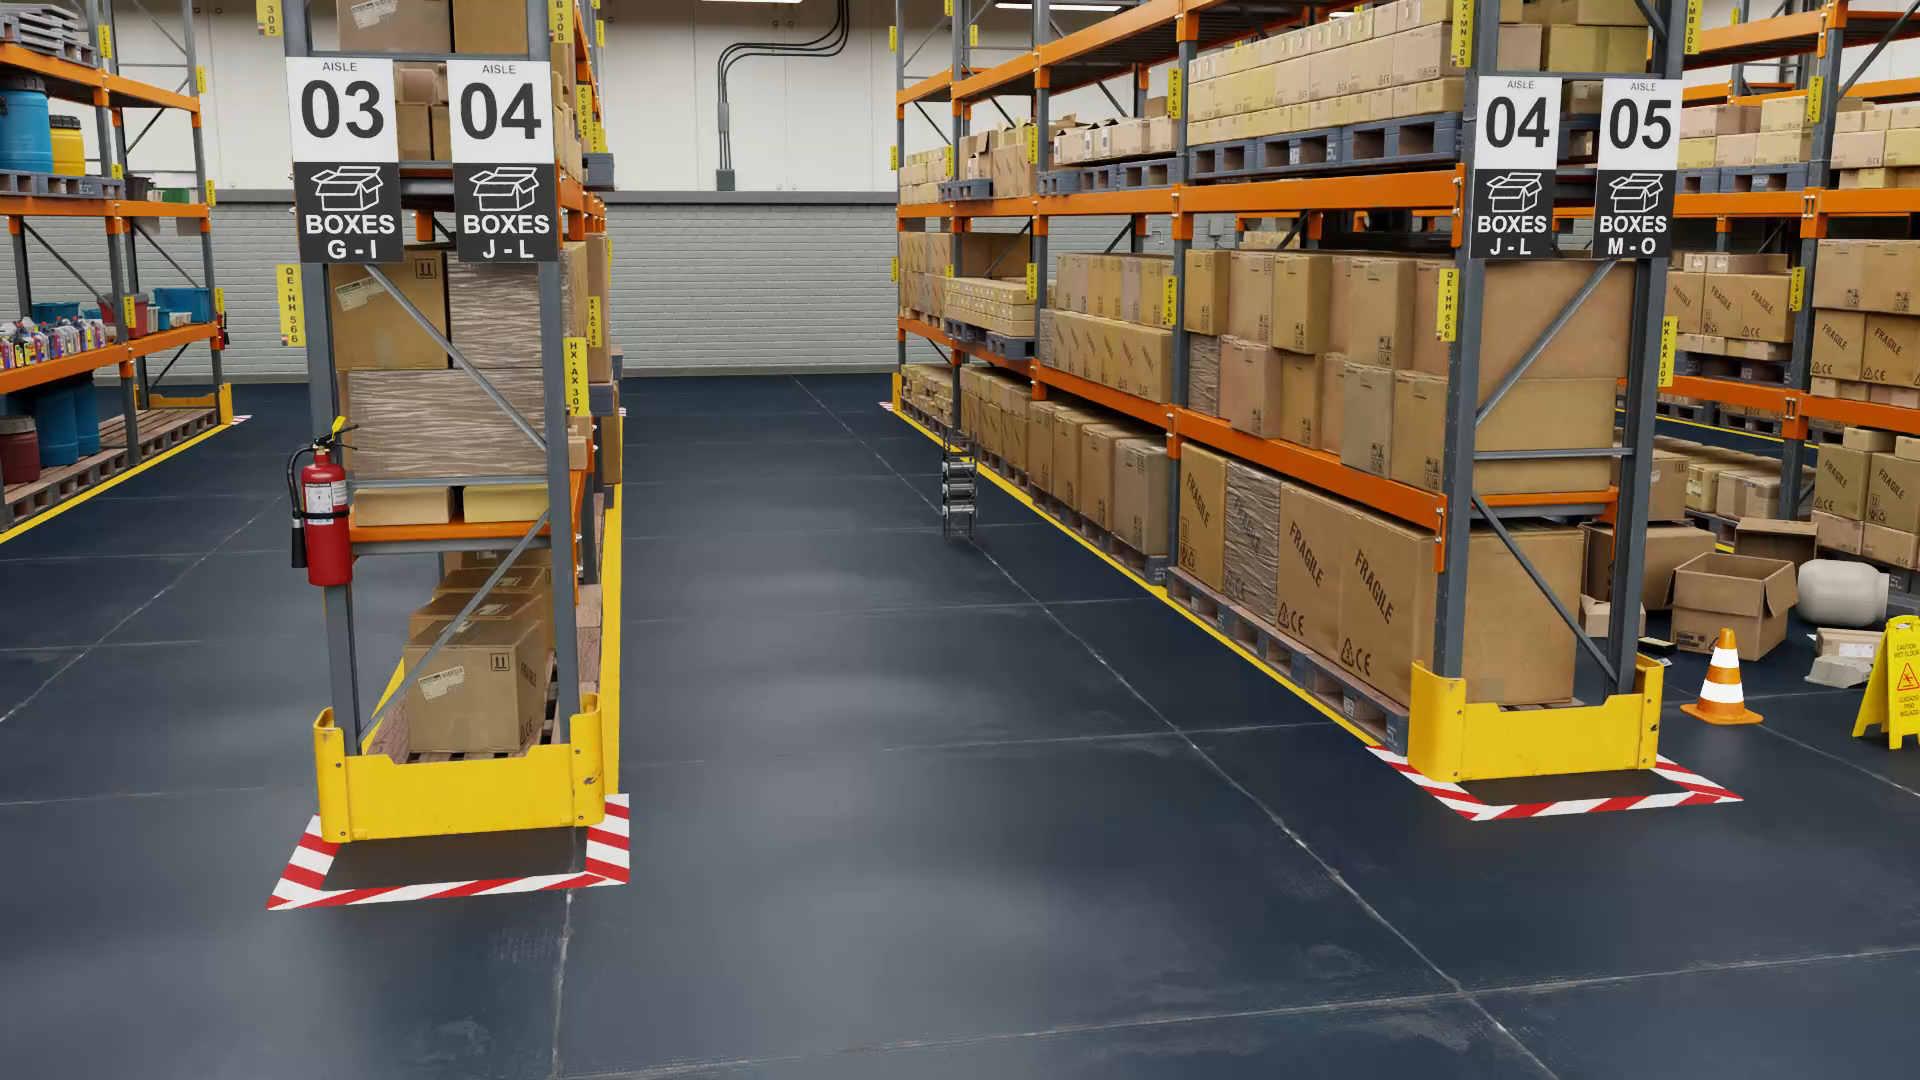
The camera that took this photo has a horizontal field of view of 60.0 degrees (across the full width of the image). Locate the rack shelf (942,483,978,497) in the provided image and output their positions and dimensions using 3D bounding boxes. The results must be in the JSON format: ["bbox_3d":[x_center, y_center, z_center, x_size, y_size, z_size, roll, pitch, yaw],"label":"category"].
[{"bbox_3d":[-0.002,-0.411,13.626,0.258,0.077,0.200,-2,11,-11],"label":"rack shelf"}]

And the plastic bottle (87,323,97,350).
[{"bbox_3d":[-8.863,-2.068,16.869,0.152,0.276,0.135,-2,11,-11],"label":"plastic bottle"}]

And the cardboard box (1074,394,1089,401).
[{"bbox_3d":[1.296,-1.346,16.304,0.500,0.250,0.500,-3,11,-14],"label":"cardboard box"}]

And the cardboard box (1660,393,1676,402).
[{"bbox_3d":[9.653,-1.998,22.360,0.396,0.266,0.258,-2,11,-9],"label":"cardboard box"}]

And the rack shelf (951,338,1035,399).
[{"bbox_3d":[0.804,-1.878,17.464,1.077,0.370,4.000,-2,11,-11],"label":"rack shelf"}]

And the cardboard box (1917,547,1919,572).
[{"bbox_3d":[6.877,0.128,11.233,0.500,0.250,0.500,-2,11,-12],"label":"cardboard box"}]

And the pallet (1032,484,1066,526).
[{"bbox_3d":[1.272,-0.347,14.956,1.003,0.211,1.213,-2,11,-11],"label":"pallet"}]

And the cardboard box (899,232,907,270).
[{"bbox_3d":[-0.536,-3.926,22.564,0.500,0.500,0.500,-2,11,-11],"label":"cardboard box"}]

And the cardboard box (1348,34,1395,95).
[{"bbox_3d":[2.283,-2.370,8.318,0.500,0.250,0.500,-2,11,-11],"label":"cardboard box"}]

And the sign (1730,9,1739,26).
[{"bbox_3d":[9.583,-6.406,20.577,0.100,0.325,0.005,-2,11,-11],"label":"sign"}]

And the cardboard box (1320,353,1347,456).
[{"bbox_3d":[2.518,-0.745,9.185,0.875,0.550,0.550,-2,11,-11],"label":"cardboard box"}]

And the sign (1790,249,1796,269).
[{"bbox_3d":[10.663,-3.567,21.320,0.100,0.325,0.005,-2,11,-11],"label":"sign"}]

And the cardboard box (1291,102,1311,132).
[{"bbox_3d":[2.056,-2.331,9.180,0.380,0.149,0.250,-2,11,-10],"label":"cardboard box"}]

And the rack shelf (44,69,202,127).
[{"bbox_3d":[-9.717,-5.020,18.998,1.077,0.370,4.000,-2,11,-11],"label":"rack shelf"}]

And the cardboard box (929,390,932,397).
[{"bbox_3d":[-0.199,-1.940,21.571,0.380,0.149,0.250,-2,11,-8],"label":"cardboard box"}]

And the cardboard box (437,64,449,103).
[{"bbox_3d":[-1.963,-1.890,6.916,0.380,0.149,0.250,-2,11,-11],"label":"cardboard box"}]

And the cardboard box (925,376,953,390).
[{"bbox_3d":[-0.235,-1.988,21.031,0.380,0.149,0.250,-3,11,-13],"label":"cardboard box"}]

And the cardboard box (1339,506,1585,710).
[{"bbox_3d":[2.552,0.318,8.561,0.875,0.875,0.875,-2,11,-11],"label":"cardboard box"}]

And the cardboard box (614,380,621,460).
[{"bbox_3d":[-3.971,-1.156,16.308,1.225,0.875,0.875,-2,11,-11],"label":"cardboard box"}]

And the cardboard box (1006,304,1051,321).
[{"bbox_3d":[0.650,-2.167,15.815,0.380,0.149,0.250,-2,11,-10],"label":"cardboard box"}]

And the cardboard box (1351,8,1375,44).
[{"bbox_3d":[2.202,-2.584,8.377,0.380,0.149,0.250,-2,11,-10],"label":"cardboard box"}]

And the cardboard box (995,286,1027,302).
[{"bbox_3d":[0.550,-2.407,16.277,0.380,0.149,0.250,-2,11,-9],"label":"cardboard box"}]

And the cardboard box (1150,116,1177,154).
[{"bbox_3d":[1.677,-2.910,11.950,0.500,0.250,0.500,-2,11,-10],"label":"cardboard box"}]

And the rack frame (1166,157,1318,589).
[{"bbox_3d":[1.971,-1.131,11.615,1.000,3.000,0.127,-2,11,-11],"label":"rack frame"}]

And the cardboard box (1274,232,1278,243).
[{"bbox_3d":[4.501,-4.123,22.658,0.380,0.149,0.250,-2,11,-10],"label":"cardboard box"}]

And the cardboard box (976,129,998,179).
[{"bbox_3d":[0.587,-4.040,17.481,0.797,0.503,0.637,-2,11,-12],"label":"cardboard box"}]

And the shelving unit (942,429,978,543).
[{"bbox_3d":[-0.002,-0.444,13.620,0.258,0.900,0.210,-2,11,-11],"label":"shelving unit"}]

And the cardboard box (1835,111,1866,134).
[{"bbox_3d":[6.548,-3.001,11.961,0.380,0.149,0.250,-2,11,-12],"label":"cardboard box"}]

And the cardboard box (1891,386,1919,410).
[{"bbox_3d":[6.749,-0.998,11.588,0.380,0.149,0.250,-2,11,-9],"label":"cardboard box"}]

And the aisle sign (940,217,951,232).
[{"bbox_3d":[-0.083,-4.633,23.063,0.394,0.787,0.004,-2,11,-11],"label":"aisle sign"}]

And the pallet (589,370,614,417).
[{"bbox_3d":[-2.920,-1.020,11.547,1.003,0.211,1.213,-2,11,-11],"label":"pallet"}]

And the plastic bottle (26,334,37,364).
[{"bbox_3d":[-8.493,-1.742,15.171,0.097,0.271,0.097,0,11,0],"label":"plastic bottle"}]

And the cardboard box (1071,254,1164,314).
[{"bbox_3d":[1.370,-2.229,14.445,0.700,0.500,0.500,-2,11,-12],"label":"cardboard box"}]

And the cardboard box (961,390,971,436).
[{"bbox_3d":[0.299,-1.431,18.755,0.500,0.500,0.500,-2,11,-9],"label":"cardboard box"}]

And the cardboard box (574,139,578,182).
[{"bbox_3d":[-2.478,-2.198,9.603,0.500,0.250,0.500,-2,11,-10],"label":"cardboard box"}]

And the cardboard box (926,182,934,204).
[{"bbox_3d":[-0.130,-4.263,20.451,0.500,0.250,0.500,-2,11,-12],"label":"cardboard box"}]

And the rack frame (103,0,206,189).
[{"bbox_3d":[-10.106,-5.937,20.821,1.000,3.000,0.127,-2,11,-11],"label":"rack frame"}]

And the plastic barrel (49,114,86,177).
[{"bbox_3d":[-8.952,-3.868,16.349,0.600,0.588,0.600,0,11,0],"label":"plastic barrel"}]

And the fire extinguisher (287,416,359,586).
[{"bbox_3d":[-2.566,-0.160,6.719,0.296,0.674,0.183,-2,11,-11],"label":"fire extinguisher"}]

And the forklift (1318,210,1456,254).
[{"bbox_3d":[3.524,-1.389,13.157,1.130,2.935,3.031,-7,13,-34],"label":"forklift"}]

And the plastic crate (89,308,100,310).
[{"bbox_3d":[-10.125,-2.638,19.822,0.416,0.233,0.300,-2,11,-11],"label":"plastic crate"}]

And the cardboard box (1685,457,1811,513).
[{"bbox_3d":[6.559,-0.473,14.061,0.950,0.372,0.625,-1,11,-7],"label":"cardboard box"}]

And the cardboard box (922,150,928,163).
[{"bbox_3d":[-0.260,-4.769,20.704,0.380,0.149,0.250,-2,11,-12],"label":"cardboard box"}]

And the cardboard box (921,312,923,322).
[{"bbox_3d":[-0.298,-2.901,21.587,0.380,0.149,0.250,-2,11,-12],"label":"cardboard box"}]

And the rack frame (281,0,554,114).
[{"bbox_3d":[-2.136,-3.182,6.349,1.000,3.000,0.127,-2,11,-11],"label":"rack frame"}]

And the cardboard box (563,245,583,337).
[{"bbox_3d":[-2.268,-1.308,8.807,0.500,0.500,0.500,-2,11,-11],"label":"cardboard box"}]

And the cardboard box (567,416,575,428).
[{"bbox_3d":[-2.628,-0.898,9.331,0.875,0.500,0.500,-2,11,-11],"label":"cardboard box"}]

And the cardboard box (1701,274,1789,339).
[{"bbox_3d":[6.394,-1.898,13.460,0.500,0.500,0.500,-2,11,-11],"label":"cardboard box"}]

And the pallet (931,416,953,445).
[{"bbox_3d":[0.250,-1.350,20.225,1.003,0.211,1.213,-2,11,-11],"label":"pallet"}]

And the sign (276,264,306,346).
[{"bbox_3d":[-2.684,-0.943,6.686,0.100,0.325,0.005,-2,11,-11],"label":"sign"}]

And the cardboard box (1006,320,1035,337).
[{"bbox_3d":[0.646,-2.021,15.841,0.380,0.149,0.250,-2,11,-10],"label":"cardboard box"}]

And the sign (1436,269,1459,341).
[{"bbox_3d":[2.214,-1.065,7.540,0.100,0.325,0.005,-2,11,-11],"label":"sign"}]

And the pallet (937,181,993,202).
[{"bbox_3d":[0.431,-3.862,18.446,1.213,0.211,1.003,-2,11,-11],"label":"pallet"}]

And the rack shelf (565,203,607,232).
[{"bbox_3d":[-4.859,-3.923,20.187,1.077,0.370,4.000,-2,11,-11],"label":"rack shelf"}]

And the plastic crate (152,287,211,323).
[{"bbox_3d":[-9.858,-2.982,21.086,0.616,0.435,0.499,-2,11,-11],"label":"plastic crate"}]
